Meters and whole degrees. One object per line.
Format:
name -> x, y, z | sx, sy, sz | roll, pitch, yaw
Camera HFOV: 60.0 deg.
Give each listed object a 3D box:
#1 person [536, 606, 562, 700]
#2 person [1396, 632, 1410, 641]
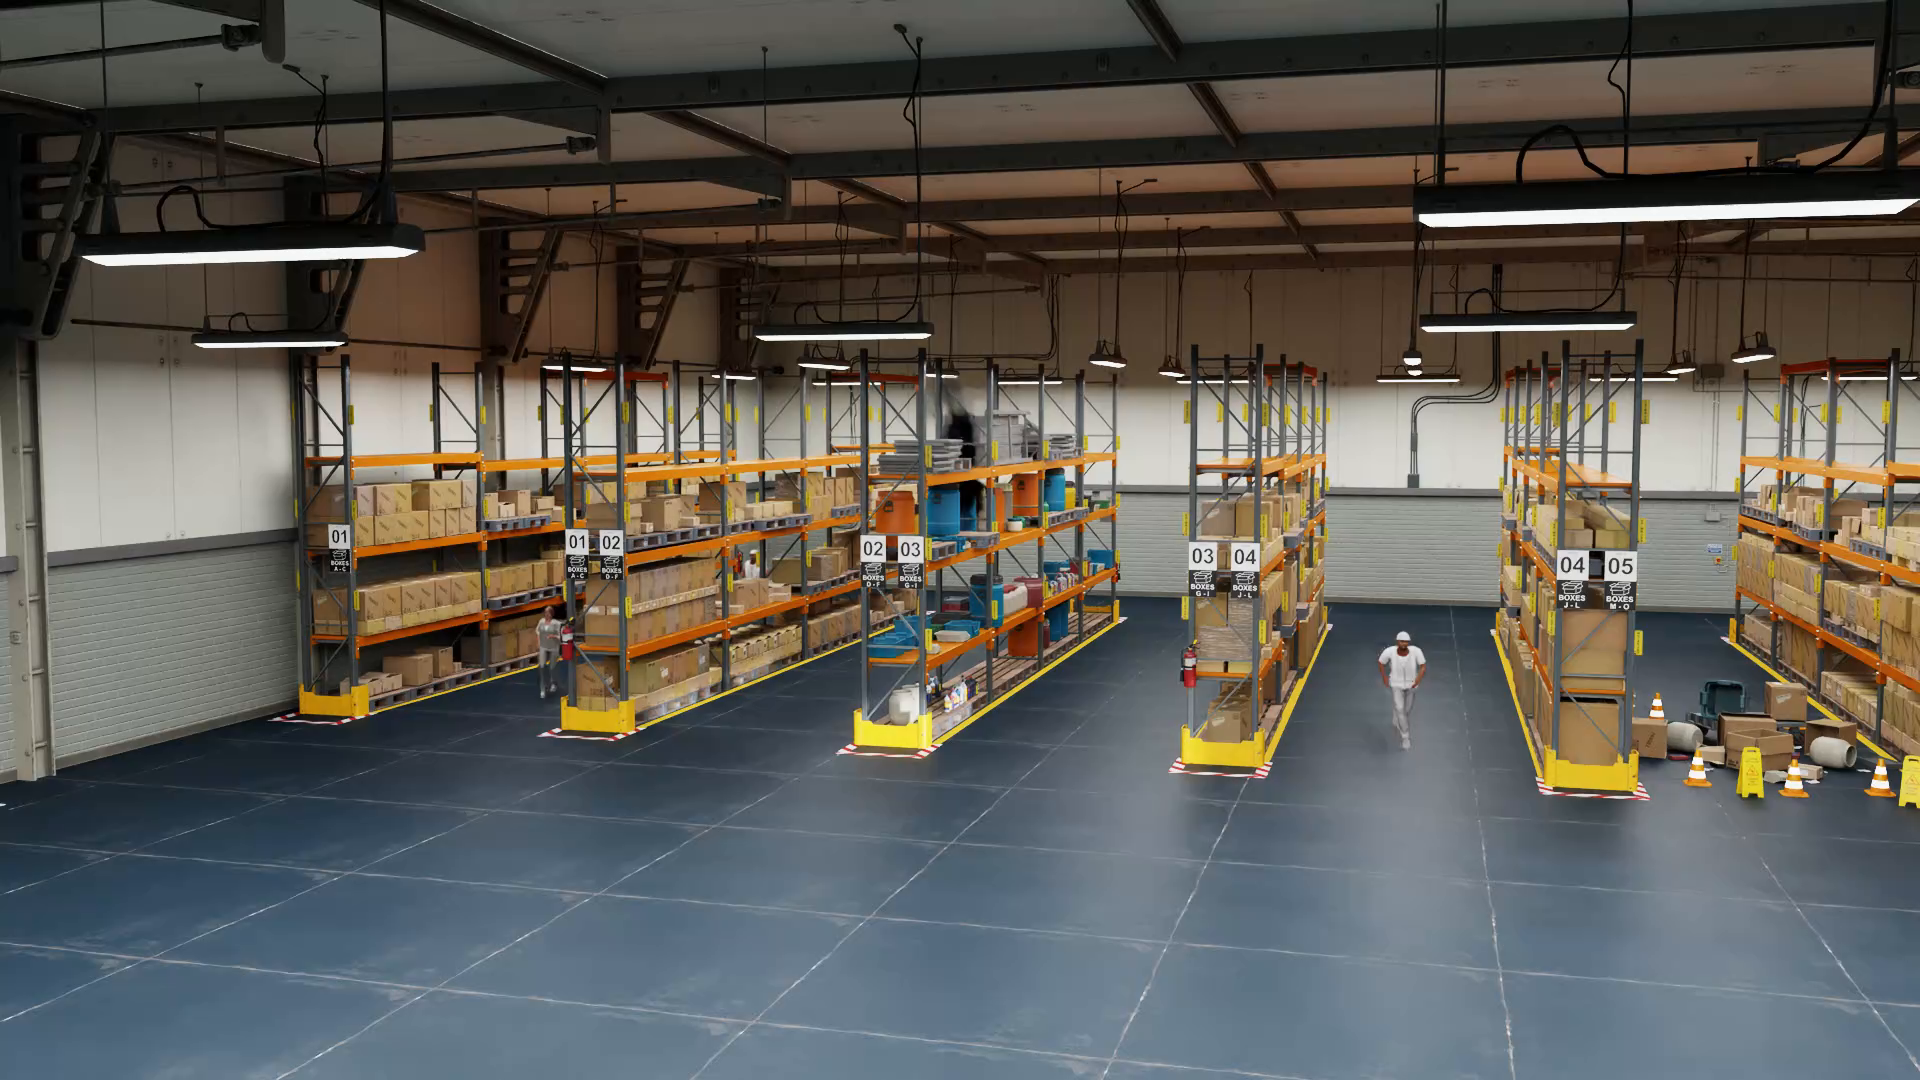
person -> -7.305, 1.990, 29.579 | 0.522, 1.644, 0.736 | 0, 4, -4
person -> 6.702, 1.461, 25.136 | 0.210, 0.148, 0.292 | 0, 4, 3
